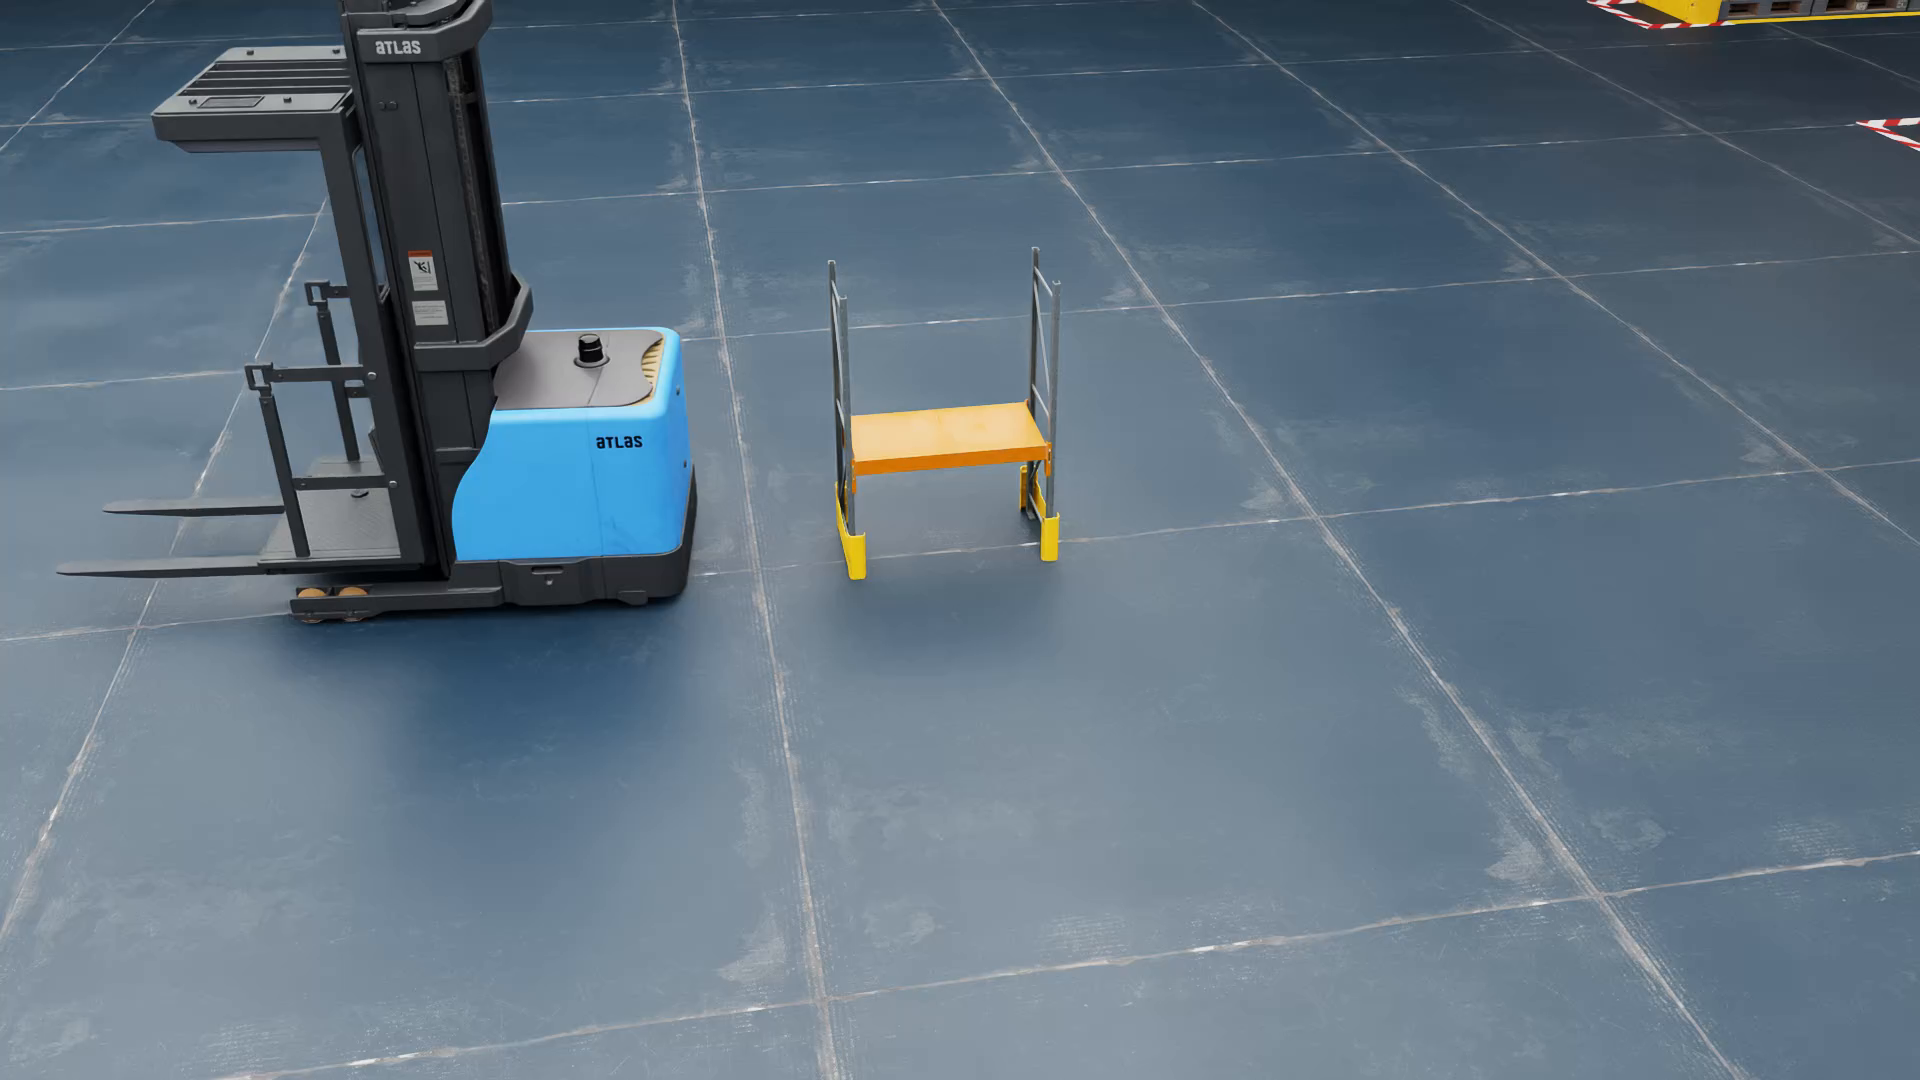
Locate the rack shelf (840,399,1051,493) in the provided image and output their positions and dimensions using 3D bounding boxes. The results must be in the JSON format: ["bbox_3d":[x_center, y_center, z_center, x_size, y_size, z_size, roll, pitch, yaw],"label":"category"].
[{"bbox_3d":[-0.084,-0.484,8.448,1.000,0.185,0.538,-5,31,-9],"label":"rack shelf"}]

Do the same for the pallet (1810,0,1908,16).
[{"bbox_3d":[10.169,-6.343,19.328,1.213,0.211,1.003,-5,31,-9],"label":"pallet"}]

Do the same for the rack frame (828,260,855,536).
[{"bbox_3d":[-0.584,-0.592,8.278,0.032,1.500,0.500,-5,31,-9],"label":"rack frame"}]

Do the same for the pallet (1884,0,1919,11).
[{"bbox_3d":[11.372,-6.456,19.521,1.213,0.211,1.003,-5,31,-9],"label":"pallet"}]

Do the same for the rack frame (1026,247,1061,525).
[{"bbox_3d":[0.416,-0.685,8.436,0.032,1.500,0.500,-5,31,-9],"label":"rack frame"}]

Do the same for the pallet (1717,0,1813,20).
[{"bbox_3d":[8.972,-6.233,19.142,1.213,0.211,1.003,-5,31,-9],"label":"pallet"}]

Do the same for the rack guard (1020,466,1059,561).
[{"bbox_3d":[0.415,-0.146,8.752,0.087,0.250,0.587,-5,31,-9],"label":"rack guard"}]

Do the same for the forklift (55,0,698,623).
[{"bbox_3d":[-2.895,-1.138,7.794,3.031,2.935,1.130,-2,31,-3],"label":"forklift"}]

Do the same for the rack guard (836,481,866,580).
[{"bbox_3d":[-0.565,-0.055,8.597,0.087,0.250,0.587,-5,31,-9],"label":"rack guard"}]

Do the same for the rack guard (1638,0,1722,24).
[{"bbox_3d":[8.204,-6.264,18.910,0.348,0.500,1.175,-5,31,-9],"label":"rack guard"}]

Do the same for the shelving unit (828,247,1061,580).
[{"bbox_3d":[-0.075,-0.640,8.358,1.083,1.500,0.587,-5,31,-9],"label":"shelving unit"}]
